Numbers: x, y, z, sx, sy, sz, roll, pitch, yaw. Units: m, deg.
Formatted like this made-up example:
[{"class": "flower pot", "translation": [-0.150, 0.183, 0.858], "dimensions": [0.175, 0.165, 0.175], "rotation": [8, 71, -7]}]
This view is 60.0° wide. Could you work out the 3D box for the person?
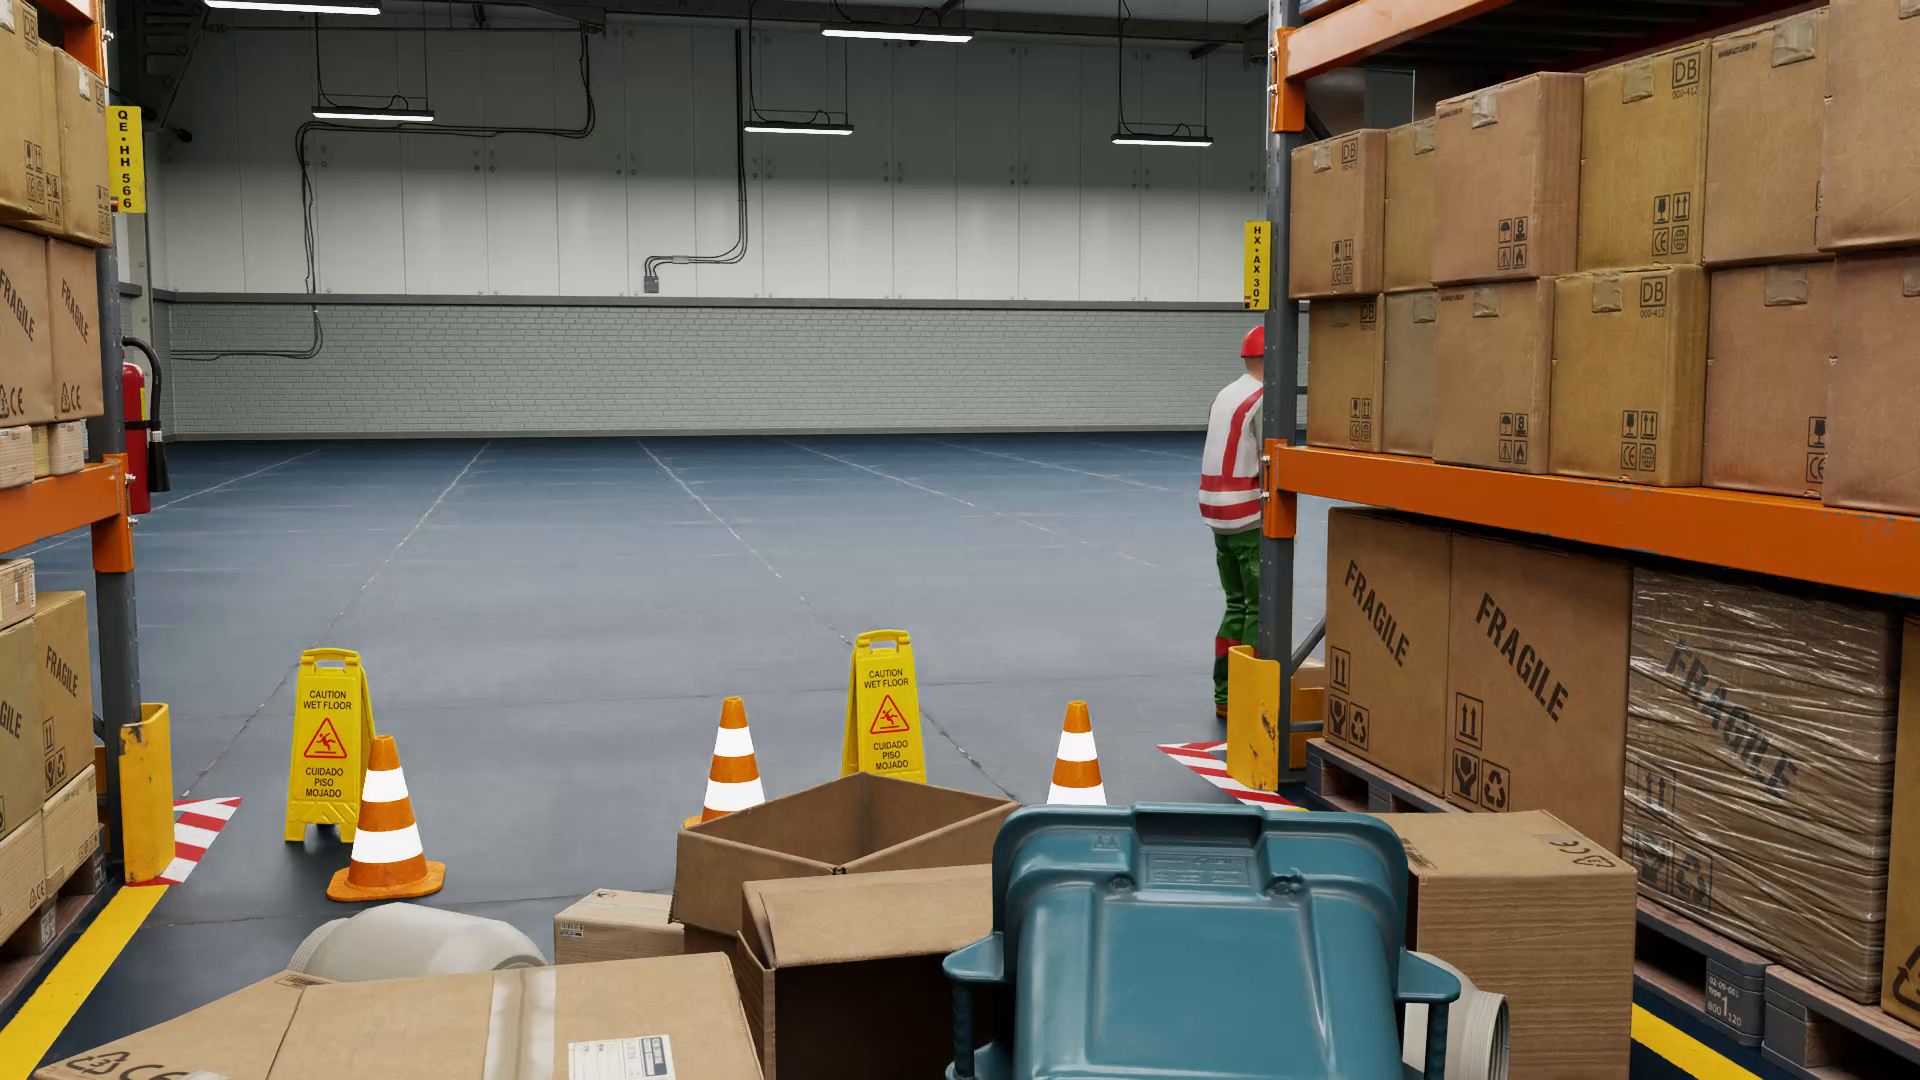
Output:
[{"class": "person", "translation": [1.320, -0.070, 7.480], "dimensions": [0.451, 1.779, 0.618], "rotation": [-2, 6, -17]}]
